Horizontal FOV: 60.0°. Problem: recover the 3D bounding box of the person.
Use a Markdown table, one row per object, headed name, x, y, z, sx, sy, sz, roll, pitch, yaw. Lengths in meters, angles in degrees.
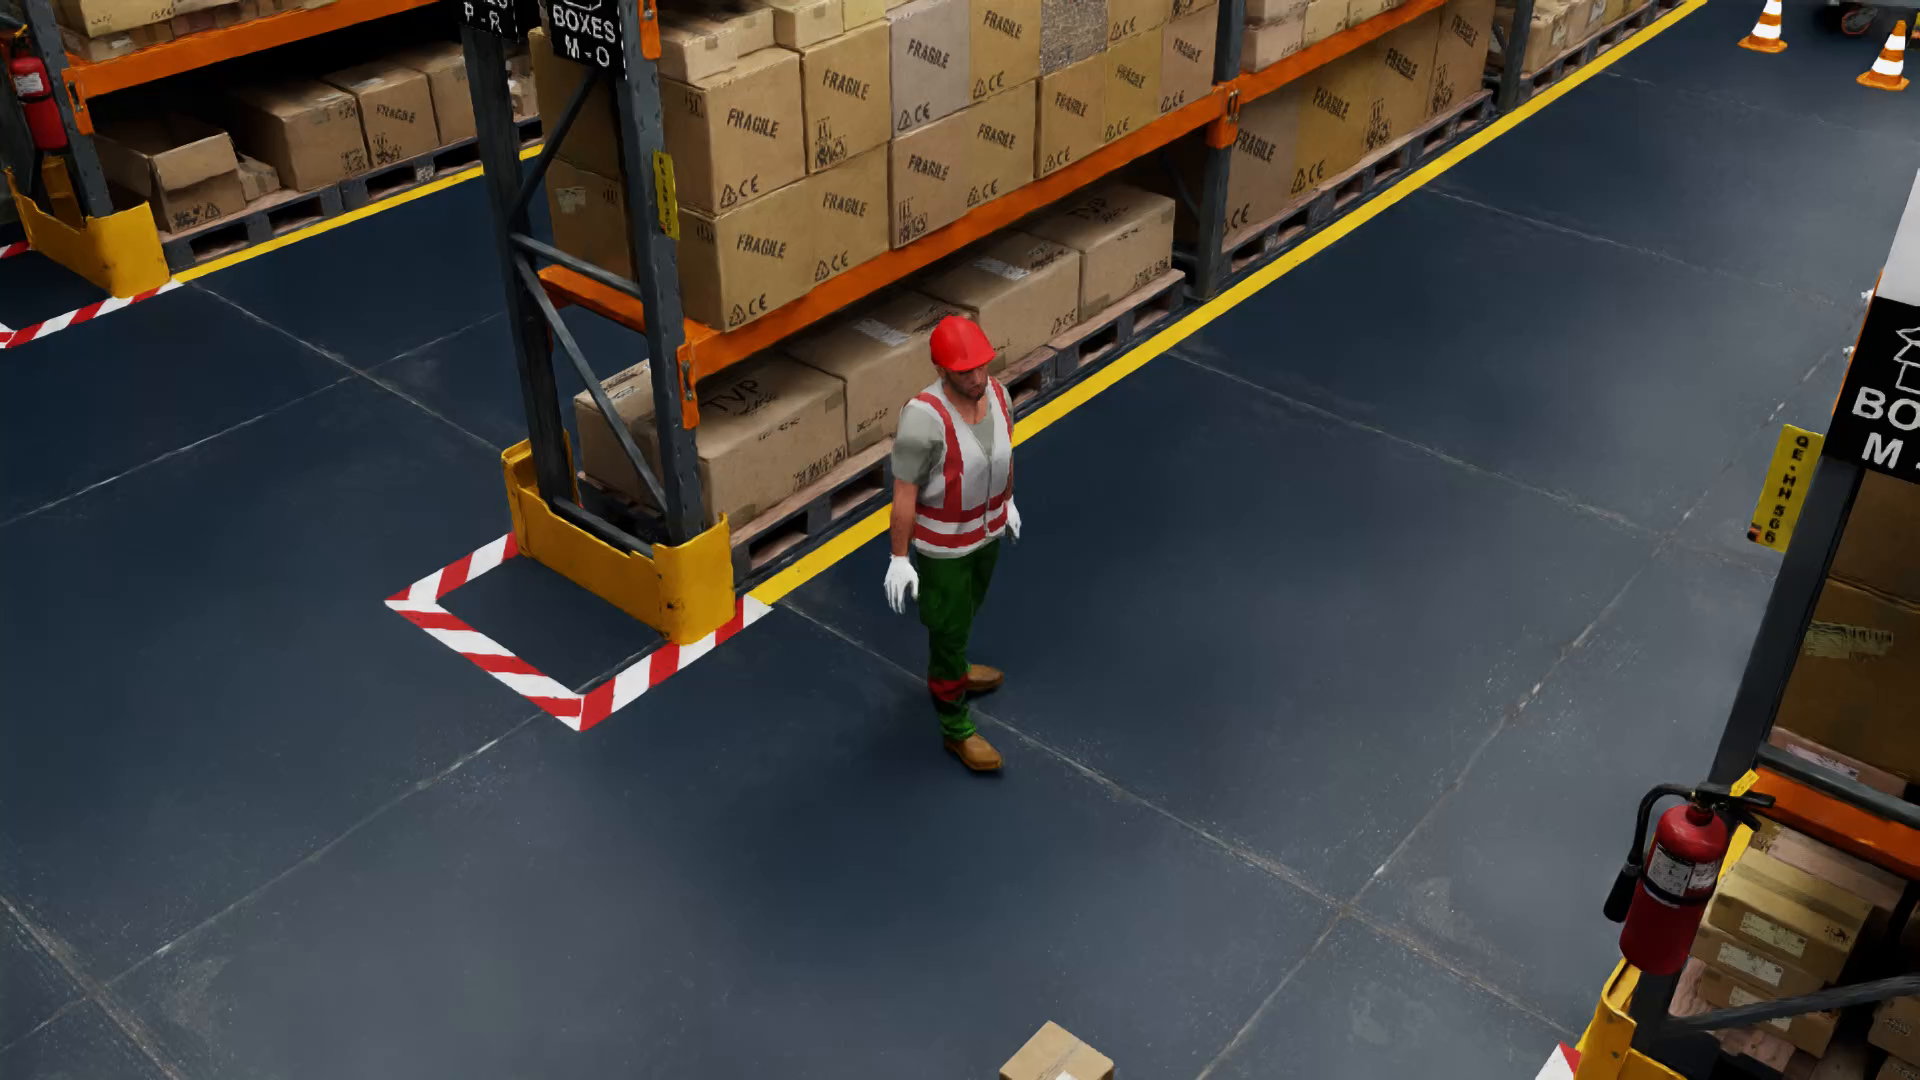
| name | x | y | z | sx | sy | sz | roll | pitch | yaw |
| --- | --- | --- | --- | --- | --- | --- | --- | --- | --- |
| person | 0.008 | 0.013 | 6.082 | 0.574 | 1.792 | 0.725 | 26 | 42 | 32 |
